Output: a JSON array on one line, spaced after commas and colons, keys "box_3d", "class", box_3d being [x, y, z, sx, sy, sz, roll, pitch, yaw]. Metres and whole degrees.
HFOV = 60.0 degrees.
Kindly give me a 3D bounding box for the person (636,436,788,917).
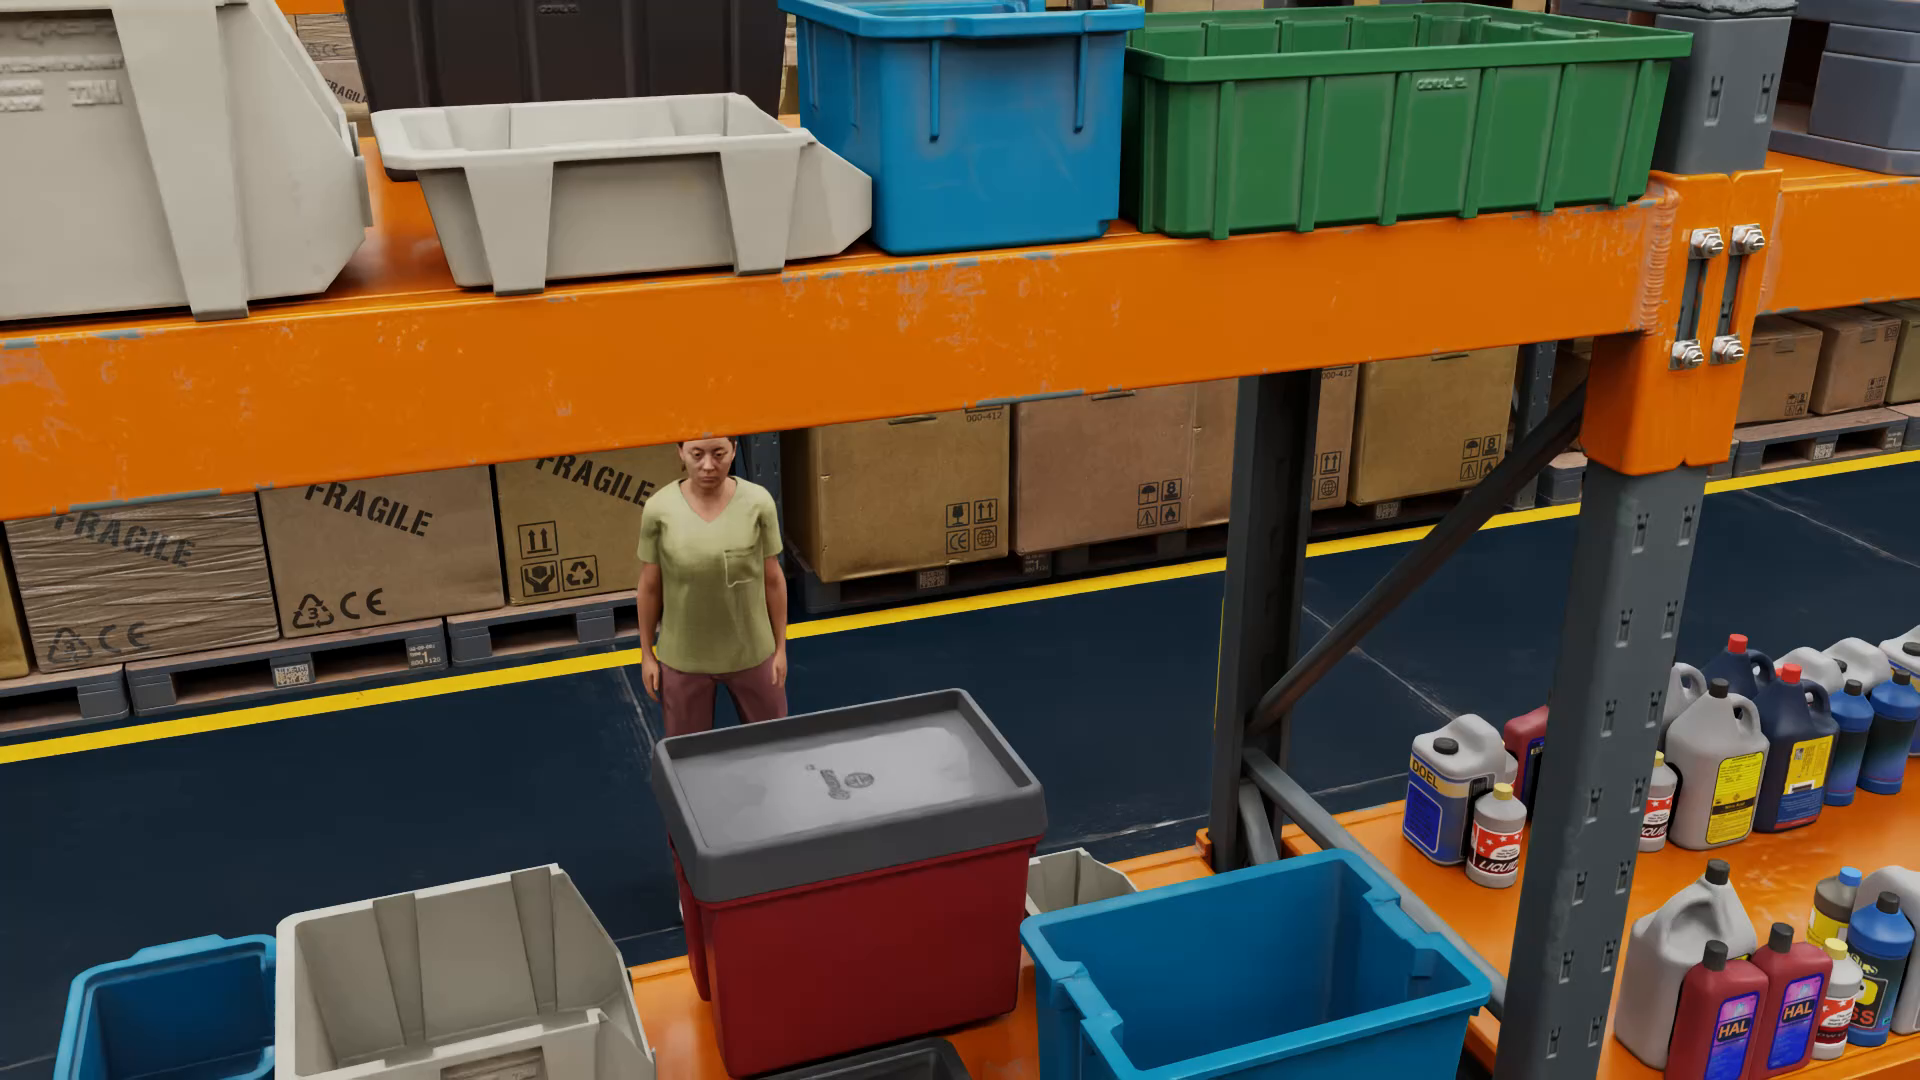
[{"box_3d": [-0.730, 0.376, 5.185, 0.521, 1.679, 0.396, -4, 23, -9], "class": "person"}]
